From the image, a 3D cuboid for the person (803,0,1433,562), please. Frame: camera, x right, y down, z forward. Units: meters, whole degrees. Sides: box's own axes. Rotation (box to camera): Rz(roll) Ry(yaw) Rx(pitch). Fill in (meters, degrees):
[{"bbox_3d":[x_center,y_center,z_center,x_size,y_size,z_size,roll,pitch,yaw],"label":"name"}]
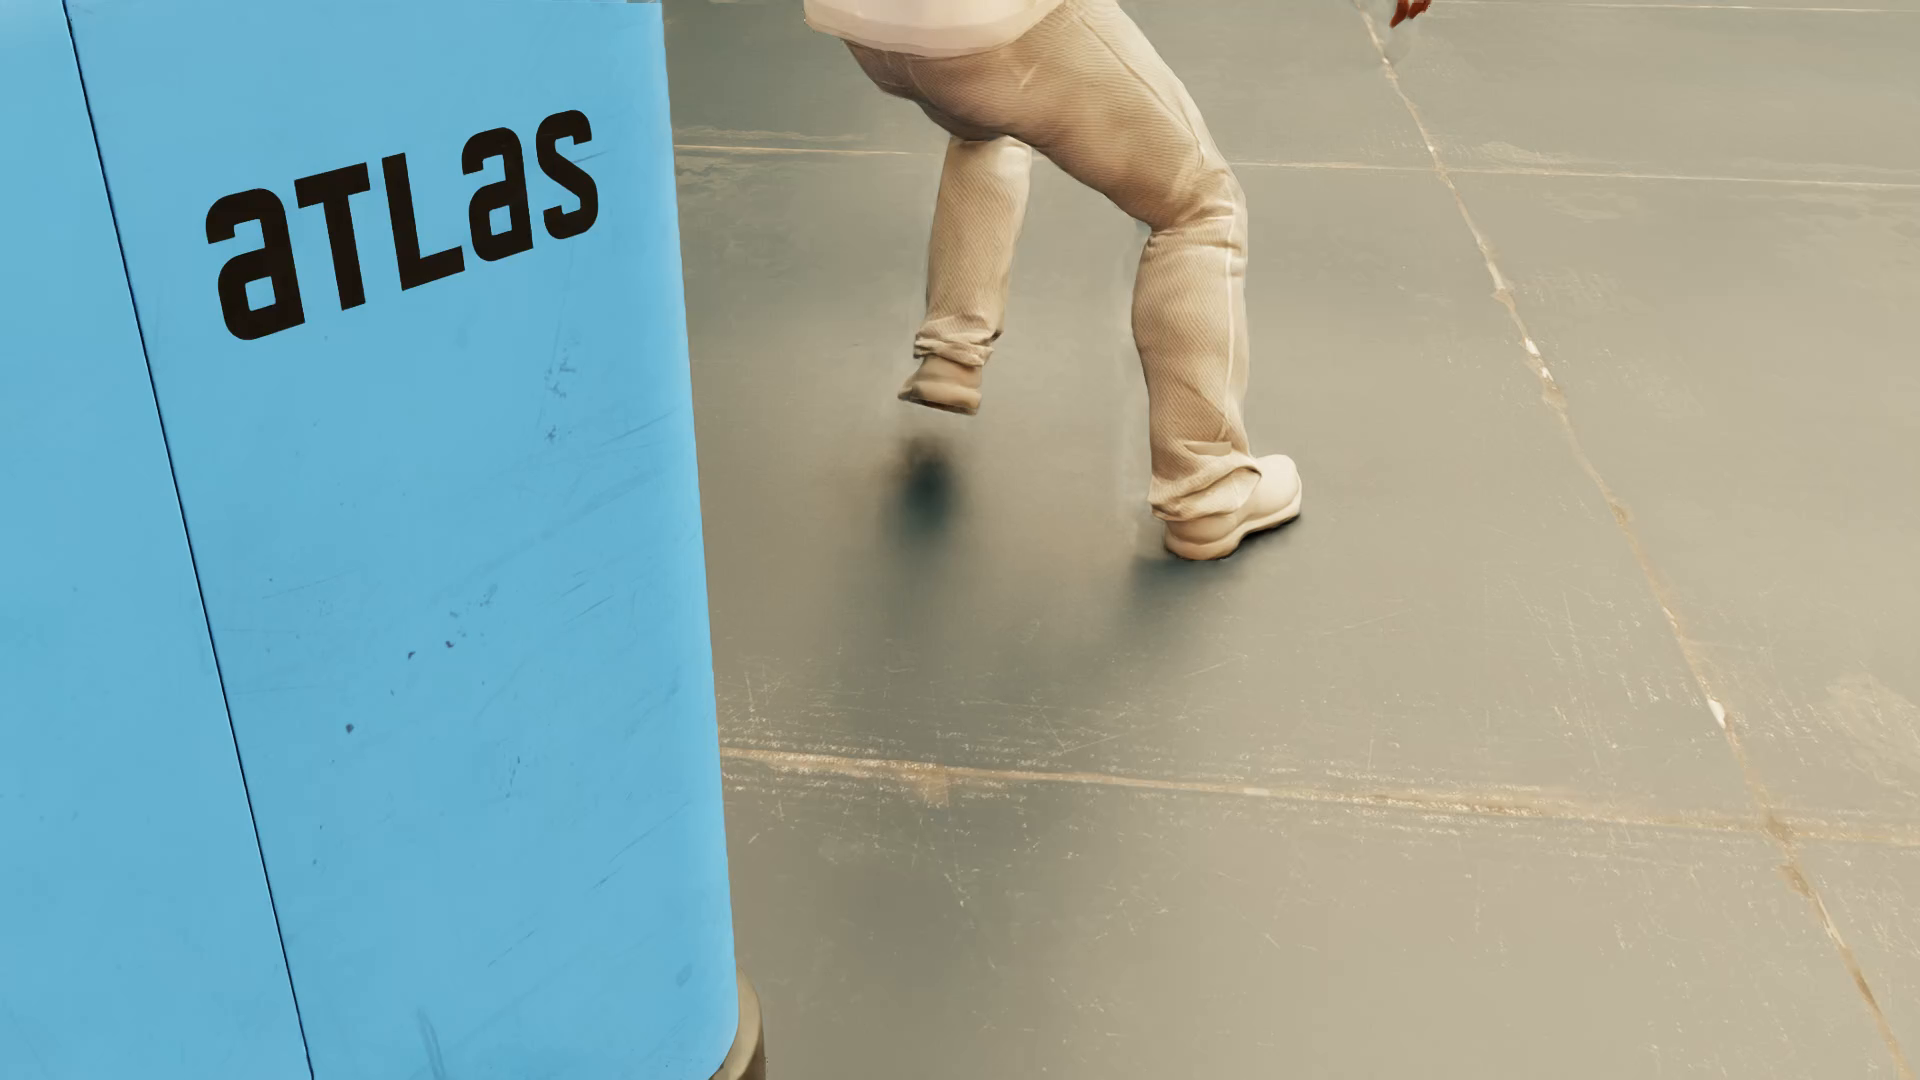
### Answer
[{"bbox_3d":[0.123,-0.819,2.346,0.930,1.611,0.645,24,35,39],"label":"person"}]
